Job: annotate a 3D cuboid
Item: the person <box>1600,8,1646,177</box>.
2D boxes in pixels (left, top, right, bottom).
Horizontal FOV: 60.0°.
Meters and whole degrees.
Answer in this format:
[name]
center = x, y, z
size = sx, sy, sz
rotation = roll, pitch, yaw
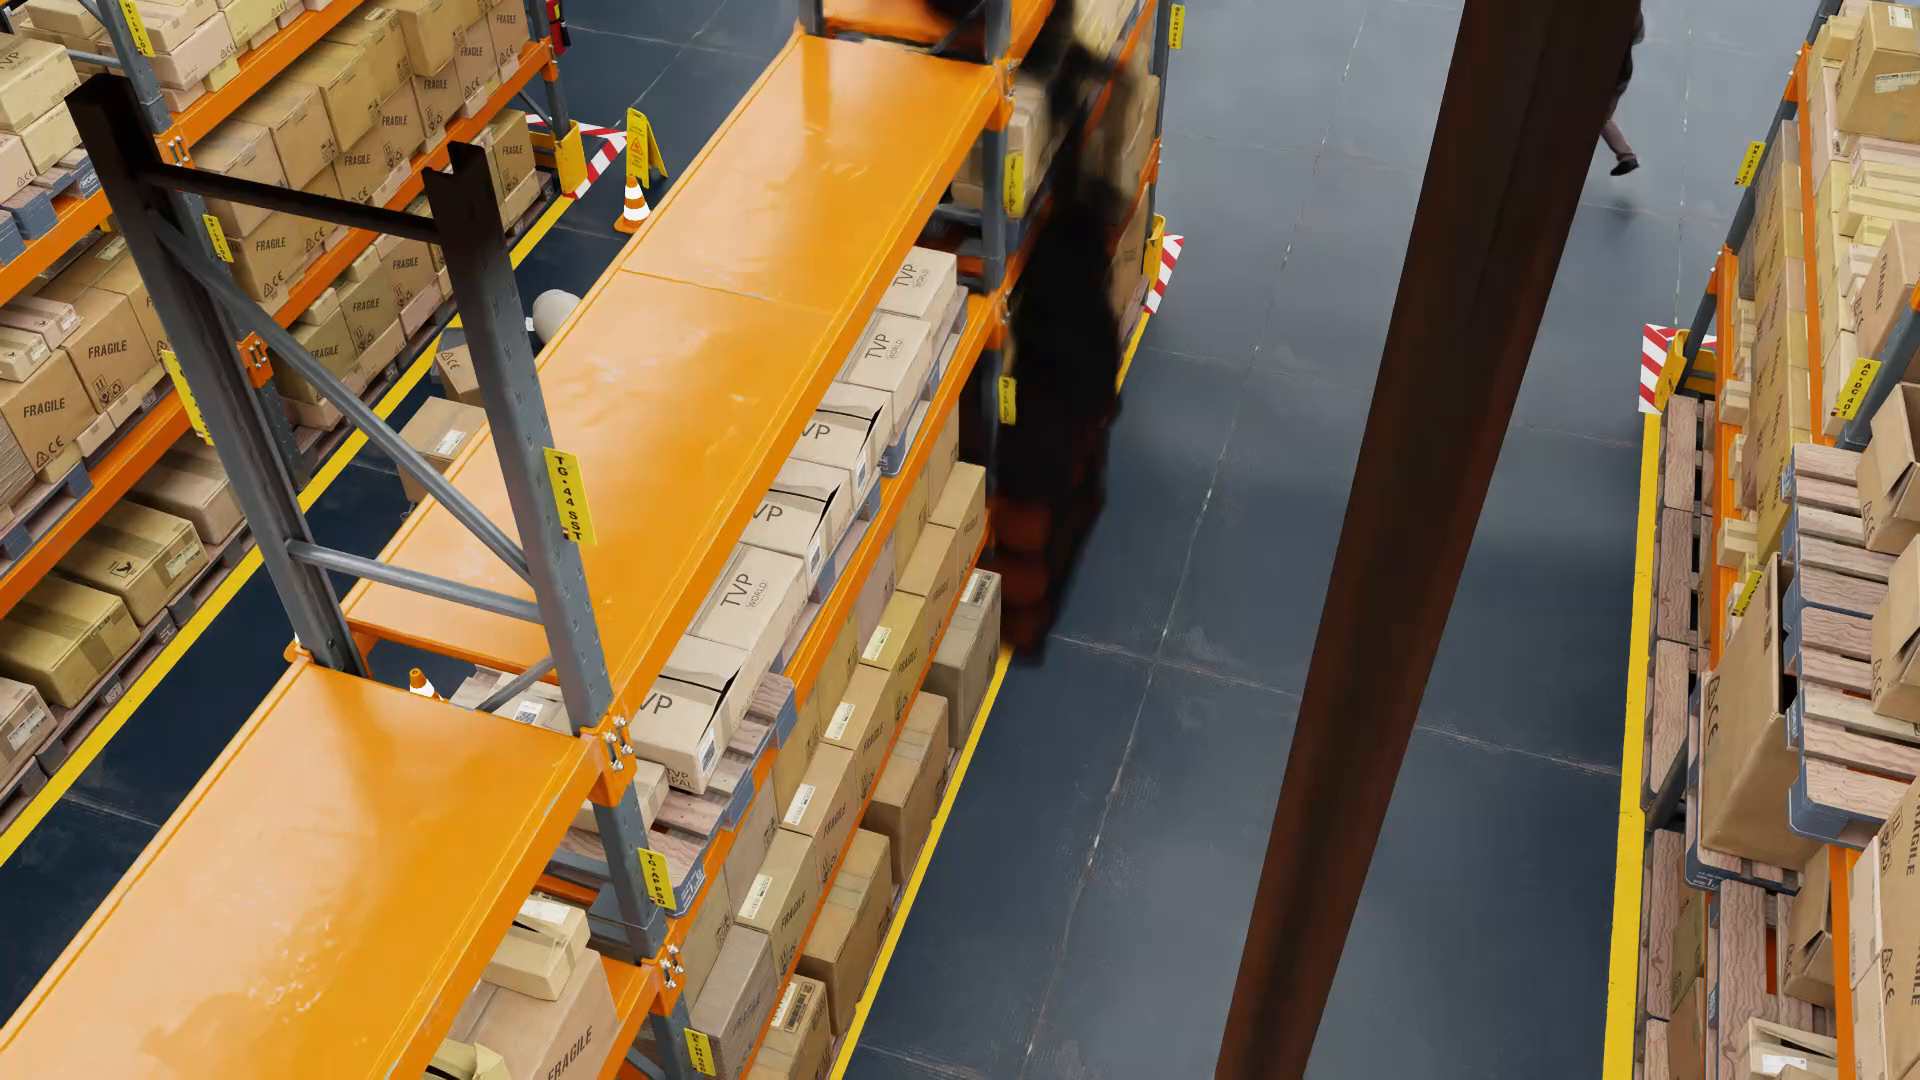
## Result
[person]
center = 5.272, -3.733, 13.589
size = 0.681, 1.718, 0.994
rotation = -27, 52, -24
